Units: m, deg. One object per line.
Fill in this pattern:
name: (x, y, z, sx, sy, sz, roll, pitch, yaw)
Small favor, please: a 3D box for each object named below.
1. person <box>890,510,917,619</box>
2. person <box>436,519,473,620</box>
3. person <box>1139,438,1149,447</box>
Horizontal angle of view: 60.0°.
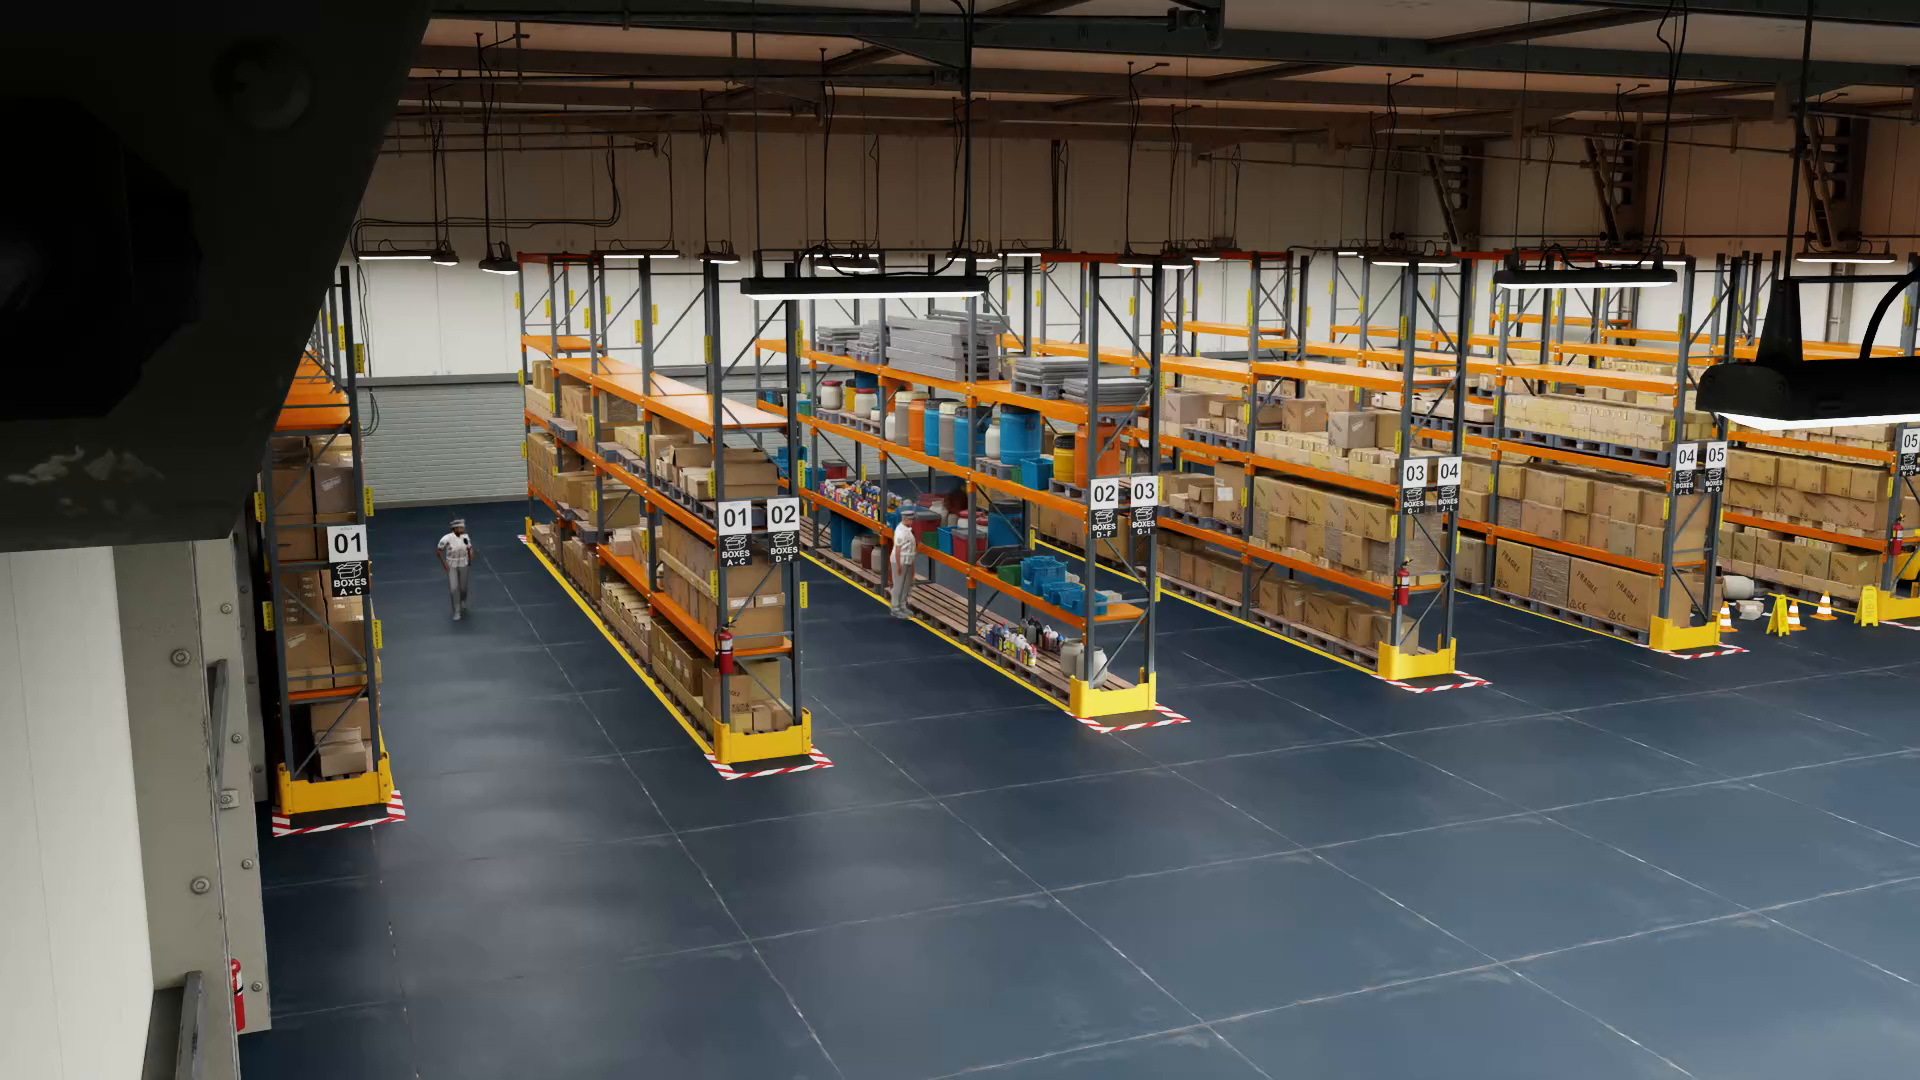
person: (-0.940, 0.388, 27.317, 0.413, 1.766, 0.587, 4, 11, 19)
person: (-8.488, 0.478, 27.984, 0.597, 1.708, 0.722, -3, 11, -17)
person: (4.758, -2.200, 42.150, 0.636, 1.756, 0.796, 7, 12, 32)
